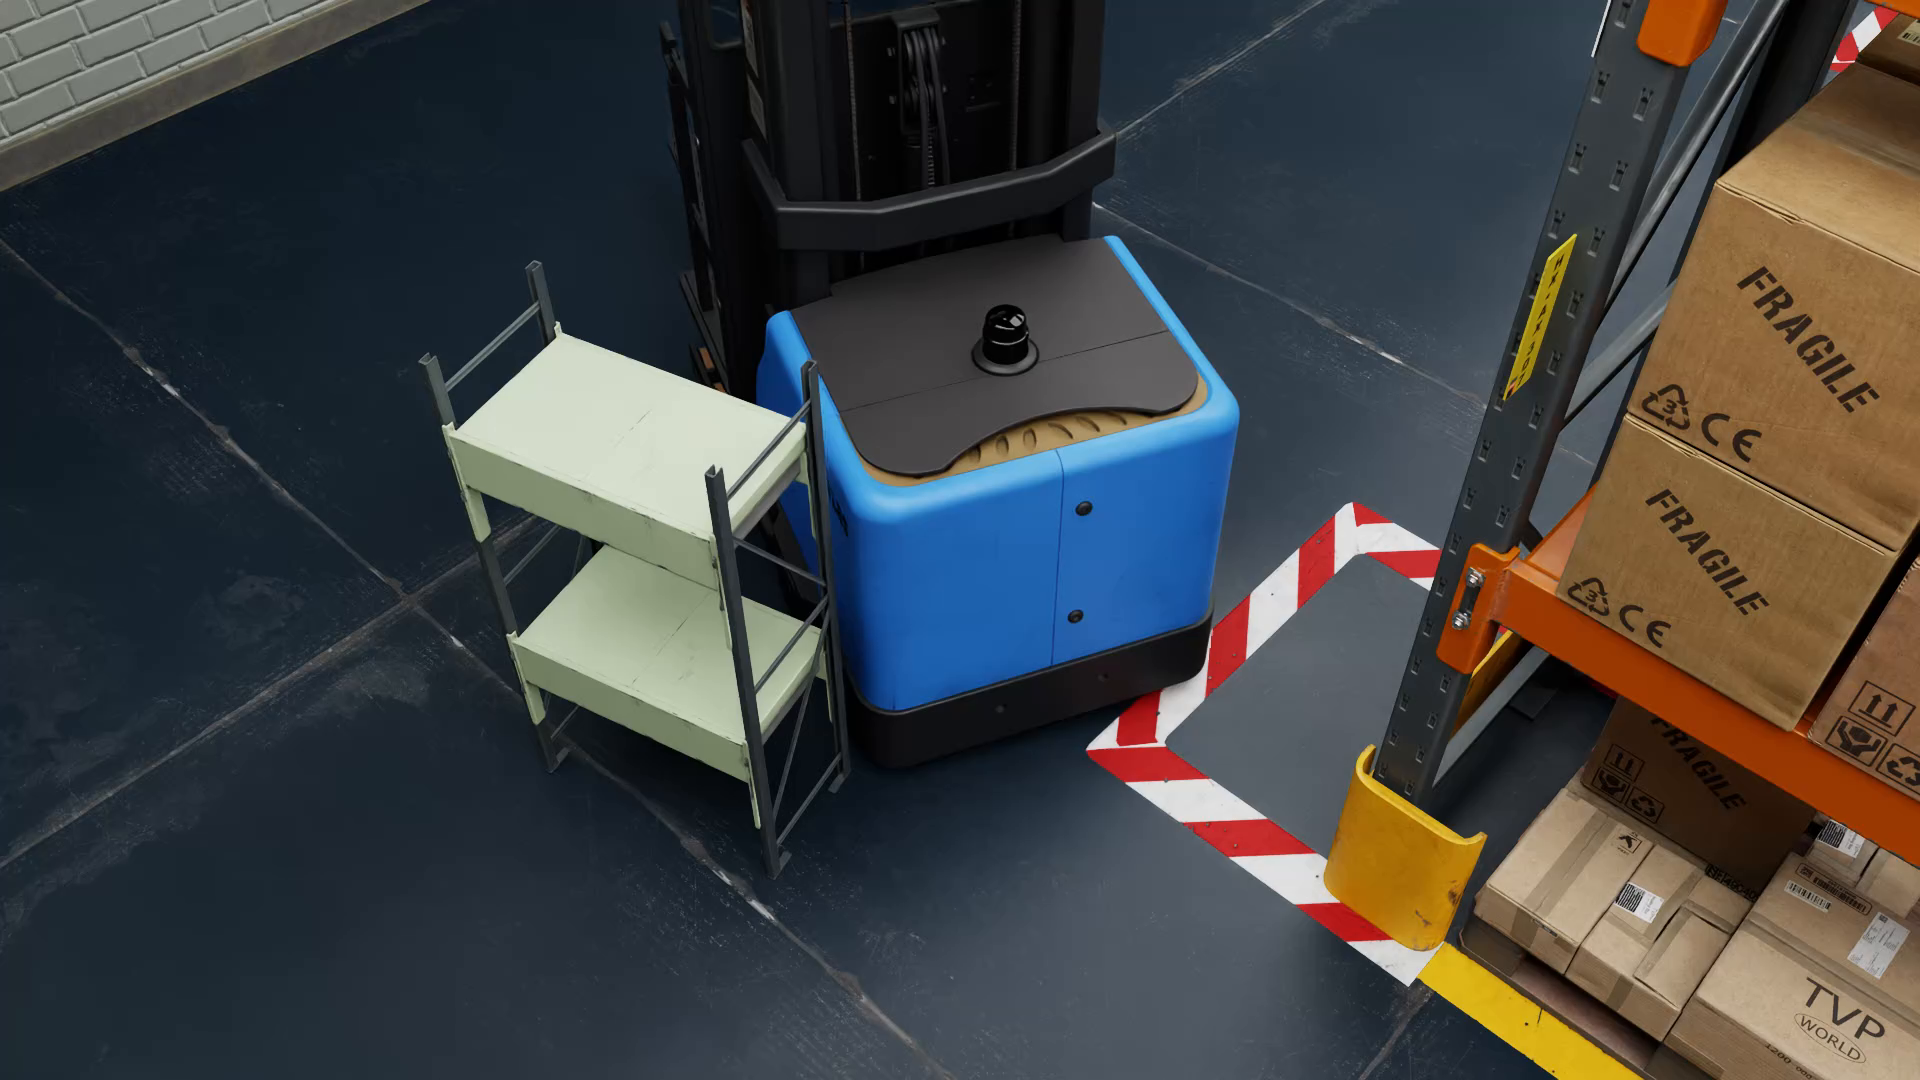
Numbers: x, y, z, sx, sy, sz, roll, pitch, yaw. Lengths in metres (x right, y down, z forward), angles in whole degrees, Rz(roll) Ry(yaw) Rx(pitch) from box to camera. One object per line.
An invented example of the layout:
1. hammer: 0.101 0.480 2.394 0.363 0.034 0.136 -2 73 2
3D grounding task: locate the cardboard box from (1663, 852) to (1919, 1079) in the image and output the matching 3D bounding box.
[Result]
1. cardboard box: 1.977 1.071 3.771 0.500 0.250 0.500 34 55 28

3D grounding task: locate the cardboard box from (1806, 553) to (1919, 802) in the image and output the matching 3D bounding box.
1. cardboard box: 1.932 0.191 2.945 0.500 0.500 0.500 33 55 27

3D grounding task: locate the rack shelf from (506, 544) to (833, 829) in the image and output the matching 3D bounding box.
1. rack shelf: -0.731 0.356 4.335 0.720 0.370 0.431 21 50 19

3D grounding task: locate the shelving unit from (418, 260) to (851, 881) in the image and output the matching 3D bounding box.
1. shelving unit: -0.731 0.132 4.097 0.755 1.500 0.431 21 50 19

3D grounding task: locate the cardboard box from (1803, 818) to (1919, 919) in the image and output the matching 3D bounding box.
1. cardboard box: 2.205 0.817 4.067 0.250 0.166 0.380 34 55 28

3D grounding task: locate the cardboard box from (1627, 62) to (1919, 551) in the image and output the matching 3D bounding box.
1. cardboard box: 1.549 -0.404 2.817 0.500 0.500 0.500 36 56 29

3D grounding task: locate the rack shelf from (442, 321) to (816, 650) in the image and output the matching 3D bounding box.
1. rack shelf: -0.731 -0.135 3.812 0.720 0.370 0.431 21 50 19

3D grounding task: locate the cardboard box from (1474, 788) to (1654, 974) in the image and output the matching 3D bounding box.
1. cardboard box: 1.477 0.829 4.068 0.250 0.149 0.380 34 55 28

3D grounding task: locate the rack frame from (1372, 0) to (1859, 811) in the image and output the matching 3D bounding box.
1. rack frame: 1.402 -0.388 3.556 0.127 3.000 1.000 34 55 28

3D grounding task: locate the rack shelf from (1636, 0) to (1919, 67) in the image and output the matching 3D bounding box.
1. rack shelf: 2.872 -0.179 1.797 4.000 0.370 1.077 34 55 28

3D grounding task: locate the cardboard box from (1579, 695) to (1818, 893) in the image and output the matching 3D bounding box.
1. cardboard box: 1.969 0.454 4.179 0.500 0.500 0.500 34 55 28

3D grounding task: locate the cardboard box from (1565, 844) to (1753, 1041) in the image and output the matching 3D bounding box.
1. cardboard box: 1.661 0.946 3.946 0.250 0.166 0.380 34 55 28

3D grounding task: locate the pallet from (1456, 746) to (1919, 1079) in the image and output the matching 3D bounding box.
1. pallet: 2.045 0.998 4.168 1.213 0.211 1.003 34 55 28

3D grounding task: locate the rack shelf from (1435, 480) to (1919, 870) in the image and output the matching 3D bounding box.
1. rack shelf: 2.872 0.847 2.890 4.000 0.370 1.077 34 55 28

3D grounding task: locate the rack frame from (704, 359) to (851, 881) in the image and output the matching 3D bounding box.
1. rack frame: -0.408 0.257 3.980 0.023 1.500 0.400 21 50 19

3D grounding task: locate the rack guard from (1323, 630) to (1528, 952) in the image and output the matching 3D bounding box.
1. rack guard: 1.458 0.505 4.432 0.348 0.500 1.175 34 55 28

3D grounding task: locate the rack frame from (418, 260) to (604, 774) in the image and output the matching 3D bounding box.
1. rack frame: -1.055 0.008 4.214 0.023 1.500 0.400 21 50 19

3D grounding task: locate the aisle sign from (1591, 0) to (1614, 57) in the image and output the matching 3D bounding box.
1. aisle sign: 1.153 -1.154 2.493 0.004 0.787 0.394 34 55 28

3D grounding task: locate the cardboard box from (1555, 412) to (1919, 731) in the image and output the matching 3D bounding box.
1. cardboard box: 1.549 -0.061 3.181 0.500 0.500 0.500 35 56 28

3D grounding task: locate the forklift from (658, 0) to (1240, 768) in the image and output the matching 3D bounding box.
1. forklift: -0.279 -1.474 4.623 1.130 2.935 3.031 -15 49 -14

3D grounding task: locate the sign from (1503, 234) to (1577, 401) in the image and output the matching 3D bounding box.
1. sign: 1.034 -0.393 2.968 0.005 0.325 0.100 34 55 28

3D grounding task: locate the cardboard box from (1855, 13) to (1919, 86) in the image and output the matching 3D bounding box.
1. cardboard box: 1.916 -0.691 3.087 0.500 0.500 0.500 33 55 27
